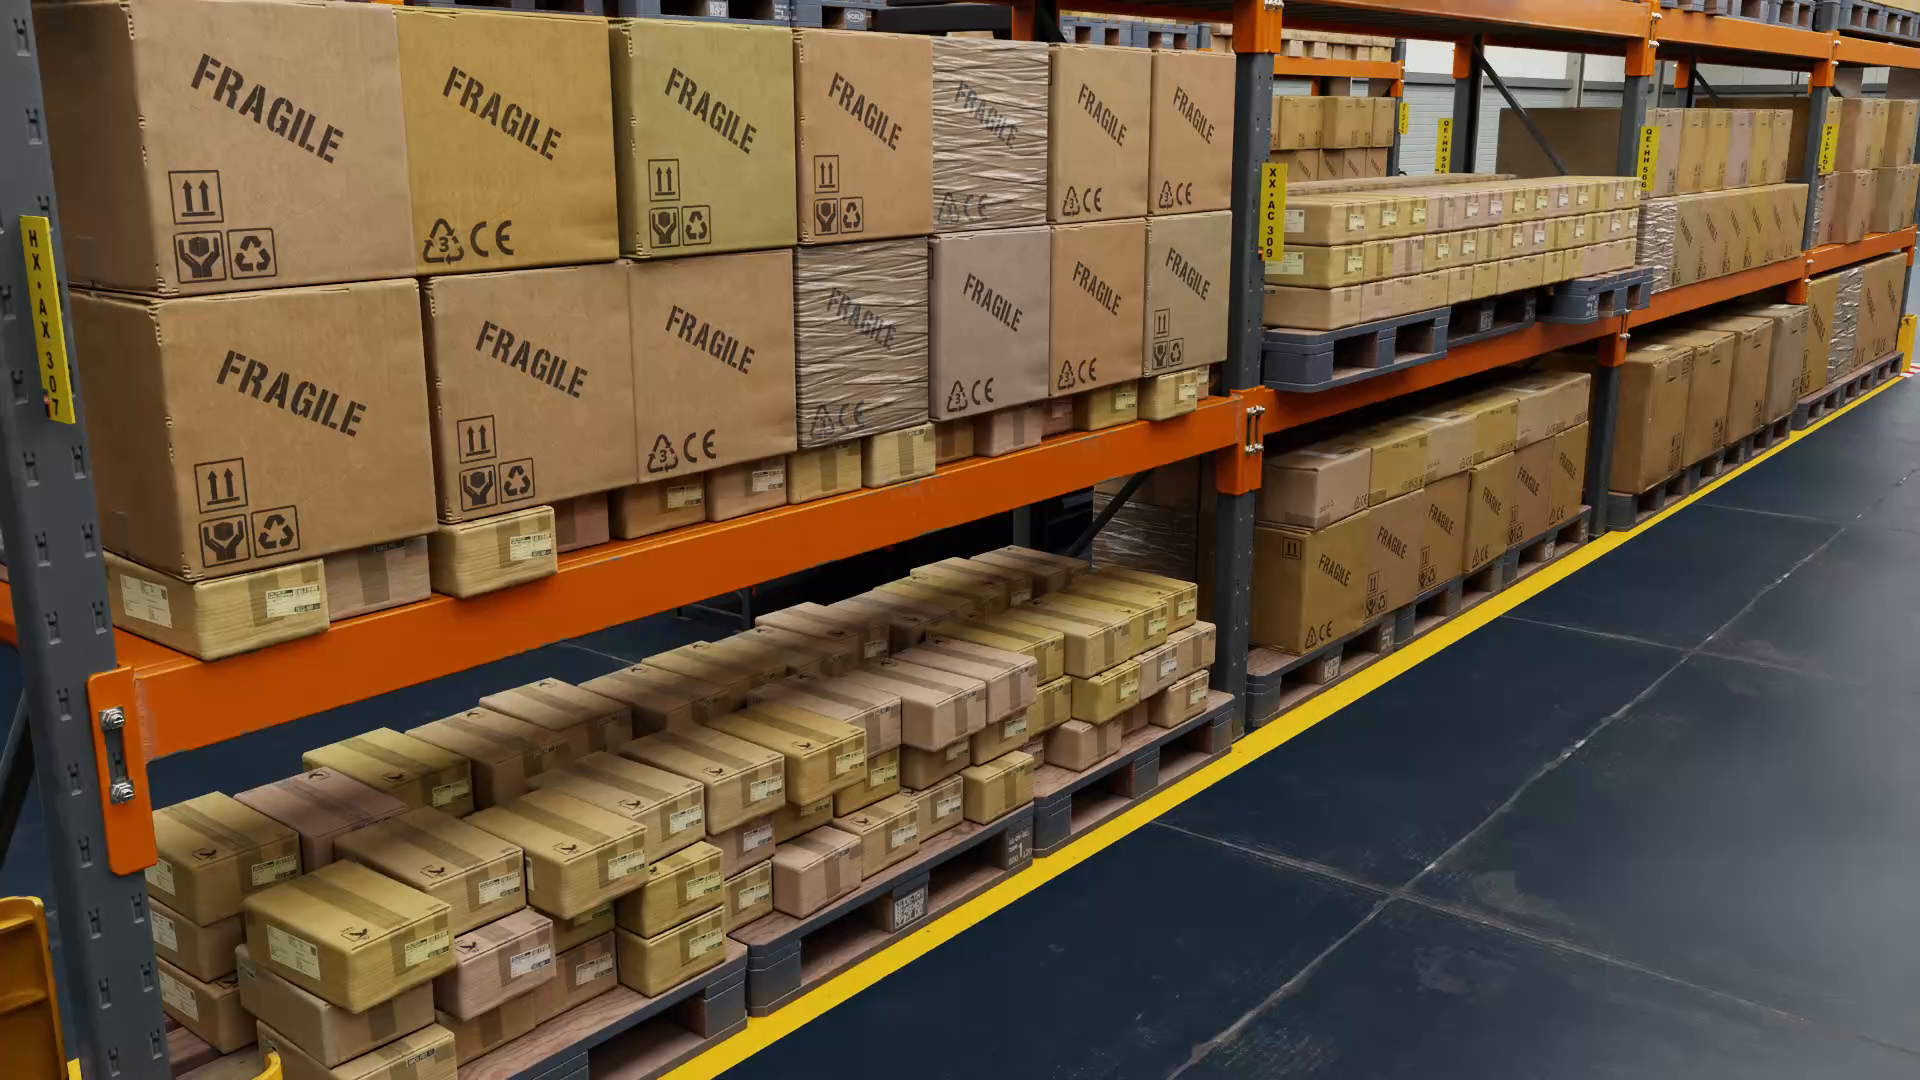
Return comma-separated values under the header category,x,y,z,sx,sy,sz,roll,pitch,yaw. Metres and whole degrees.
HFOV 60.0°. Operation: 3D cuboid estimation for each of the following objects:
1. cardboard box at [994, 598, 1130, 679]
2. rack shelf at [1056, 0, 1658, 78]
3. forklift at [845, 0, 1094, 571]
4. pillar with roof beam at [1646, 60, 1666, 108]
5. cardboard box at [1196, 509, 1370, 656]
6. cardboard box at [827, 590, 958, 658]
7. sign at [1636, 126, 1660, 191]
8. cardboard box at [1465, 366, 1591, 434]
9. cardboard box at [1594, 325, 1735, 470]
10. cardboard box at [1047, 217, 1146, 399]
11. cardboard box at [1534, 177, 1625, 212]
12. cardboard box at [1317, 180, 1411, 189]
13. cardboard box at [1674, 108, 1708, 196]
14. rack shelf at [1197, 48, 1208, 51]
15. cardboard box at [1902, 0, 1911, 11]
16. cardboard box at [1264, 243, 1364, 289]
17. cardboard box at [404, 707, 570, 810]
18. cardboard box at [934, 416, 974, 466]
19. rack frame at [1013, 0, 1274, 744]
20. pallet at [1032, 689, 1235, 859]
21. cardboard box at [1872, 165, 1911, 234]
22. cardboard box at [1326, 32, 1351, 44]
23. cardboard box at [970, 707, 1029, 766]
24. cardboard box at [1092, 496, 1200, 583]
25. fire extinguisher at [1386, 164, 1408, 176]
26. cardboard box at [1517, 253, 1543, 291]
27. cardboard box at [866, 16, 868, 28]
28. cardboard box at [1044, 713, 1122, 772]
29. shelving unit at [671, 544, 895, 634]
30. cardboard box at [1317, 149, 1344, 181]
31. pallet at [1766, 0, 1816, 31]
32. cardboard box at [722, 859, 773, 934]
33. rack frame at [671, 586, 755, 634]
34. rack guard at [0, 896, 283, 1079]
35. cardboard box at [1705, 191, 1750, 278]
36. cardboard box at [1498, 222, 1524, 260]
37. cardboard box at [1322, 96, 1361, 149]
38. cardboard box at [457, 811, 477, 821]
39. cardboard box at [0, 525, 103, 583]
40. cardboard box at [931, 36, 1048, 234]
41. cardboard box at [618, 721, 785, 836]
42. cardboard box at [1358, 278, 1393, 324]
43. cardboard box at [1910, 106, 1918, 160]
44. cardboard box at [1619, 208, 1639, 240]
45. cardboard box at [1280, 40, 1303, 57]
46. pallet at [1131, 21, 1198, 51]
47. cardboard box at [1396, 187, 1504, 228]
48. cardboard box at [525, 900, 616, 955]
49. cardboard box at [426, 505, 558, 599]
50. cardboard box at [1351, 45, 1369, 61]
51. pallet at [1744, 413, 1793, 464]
category,x,y,z,sx,sy,sz,roll,pitch,yaw
cardboard box,0.334,0.322,5.493,0.380,0.149,0.250,11,18,37
rack shelf,1.893,-2.269,7.330,1.077,0.370,4.000,11,18,38
forklift,0.368,-1.546,9.256,1.130,2.935,3.031,10,17,35
pillar with roof beam,21.466,-12.585,40.388,9.100,9.000,0.400,11,18,38
cardboard box,1.306,0.127,6.754,0.500,0.500,0.500,12,19,40
cardboard box,-0.228,0.296,5.593,0.380,0.149,0.250,11,18,36
sign,3.578,-1.987,8.662,0.100,0.325,0.005,11,18,38
cardboard box,2.924,-0.730,8.607,0.500,0.250,0.500,11,18,36
cardboard box,4.149,-0.930,10.409,1.050,0.750,0.750,12,18,38
cardboard box,0.224,-0.737,5.126,0.500,0.500,0.500,11,18,36
cardboard box,3.039,-1.704,8.188,0.380,0.149,0.250,11,18,37
cardboard box,1.884,-1.606,7.802,0.380,0.149,0.250,12,19,39
cardboard box,4.077,-2.360,10.085,0.700,0.500,0.500,11,18,37
rack shelf,0.493,-3.781,13.284,1.077,0.370,4.000,11,18,38
cardboard box,7.273,-4.254,13.140,0.380,0.149,0.250,12,18,38
cardboard box,1.241,-1.011,6.062,0.380,0.149,0.250,12,18,38
cardboard box,-1.264,0.587,4.451,0.380,0.149,0.250,10,18,35
cardboard box,-0.184,-0.317,4.789,0.380,0.149,0.250,11,18,37
rack frame,0.636,-0.780,6.103,1.000,3.000,0.127,11,18,38
pallet,0.241,0.705,5.918,1.003,0.211,1.213,11,18,38
cardboard box,7.651,-2.964,14.395,0.875,0.550,0.550,11,18,38
cardboard box,3.513,-5.015,16.379,0.500,0.250,0.500,12,18,39
cardboard box,-0.009,0.556,5.177,0.380,0.149,0.250,12,18,39
cardboard box,0.905,0.047,7.070,0.500,0.500,0.500,11,18,36
fire extinguisher,4.694,-3.738,17.903,0.296,0.674,0.183,11,18,38
cardboard box,2.387,-1.218,7.482,0.380,0.149,0.250,12,19,39
cardboard box,-0.729,-3.718,12.084,0.380,0.149,0.250,11,18,38
cardboard box,0.310,0.623,5.516,0.380,0.149,0.250,11,18,36
shelving unit,-0.830,-0.254,7.837,0.538,1.125,1.048,10,17,35
cardboard box,3.502,-3.681,16.713,0.500,0.500,0.500,11,18,37
pallet,5.126,-3.490,11.067,0.805,0.209,1.217,10,18,35
cardboard box,-0.716,0.906,4.402,0.380,0.149,0.250,11,18,38
rack frame,-1.129,-0.152,7.438,0.500,1.125,0.032,10,17,35
rack guard,-1.831,1.183,3.452,1.175,0.500,0.348,11,18,38
cardboard box,4.591,-1.929,10.419,0.500,0.500,0.500,11,18,37
cardboard box,2.222,-1.310,7.243,0.380,0.149,0.250,11,18,36
cardboard box,3.548,-4.161,16.574,0.700,0.500,0.500,11,18,37
cardboard box,-1.443,0.775,4.315,0.380,0.149,0.250,10,18,35
cardboard box,-1.893,0.001,3.536,0.380,0.149,0.250,11,18,38
cardboard box,-0.103,-1.130,4.642,0.500,0.500,0.500,12,18,39
cardboard box,-0.674,0.616,4.335,0.380,0.149,0.250,12,19,40
cardboard box,1.411,-0.920,6.311,0.380,0.149,0.250,12,18,38
cardboard box,7.914,-3.610,14.742,0.875,0.550,0.550,11,18,38
cardboard box,3.193,-1.607,8.411,0.380,0.149,0.250,12,18,39
cardboard box,3.015,-4.646,15.739,0.380,0.149,0.250,11,18,36
pallet,1.279,-4.320,14.326,1.213,0.211,1.003,11,18,38
cardboard box,2.053,-1.403,7.001,0.380,0.149,0.250,12,19,40
cardboard box,-1.048,0.855,3.999,0.380,0.149,0.250,12,18,38
cardboard box,-1.081,-0.002,3.550,0.380,0.149,0.250,11,18,36
cardboard box,3.933,-4.947,16.923,0.380,0.149,0.250,12,19,39
pallet,5.237,-0.802,11.850,1.003,0.211,1.213,11,18,38
